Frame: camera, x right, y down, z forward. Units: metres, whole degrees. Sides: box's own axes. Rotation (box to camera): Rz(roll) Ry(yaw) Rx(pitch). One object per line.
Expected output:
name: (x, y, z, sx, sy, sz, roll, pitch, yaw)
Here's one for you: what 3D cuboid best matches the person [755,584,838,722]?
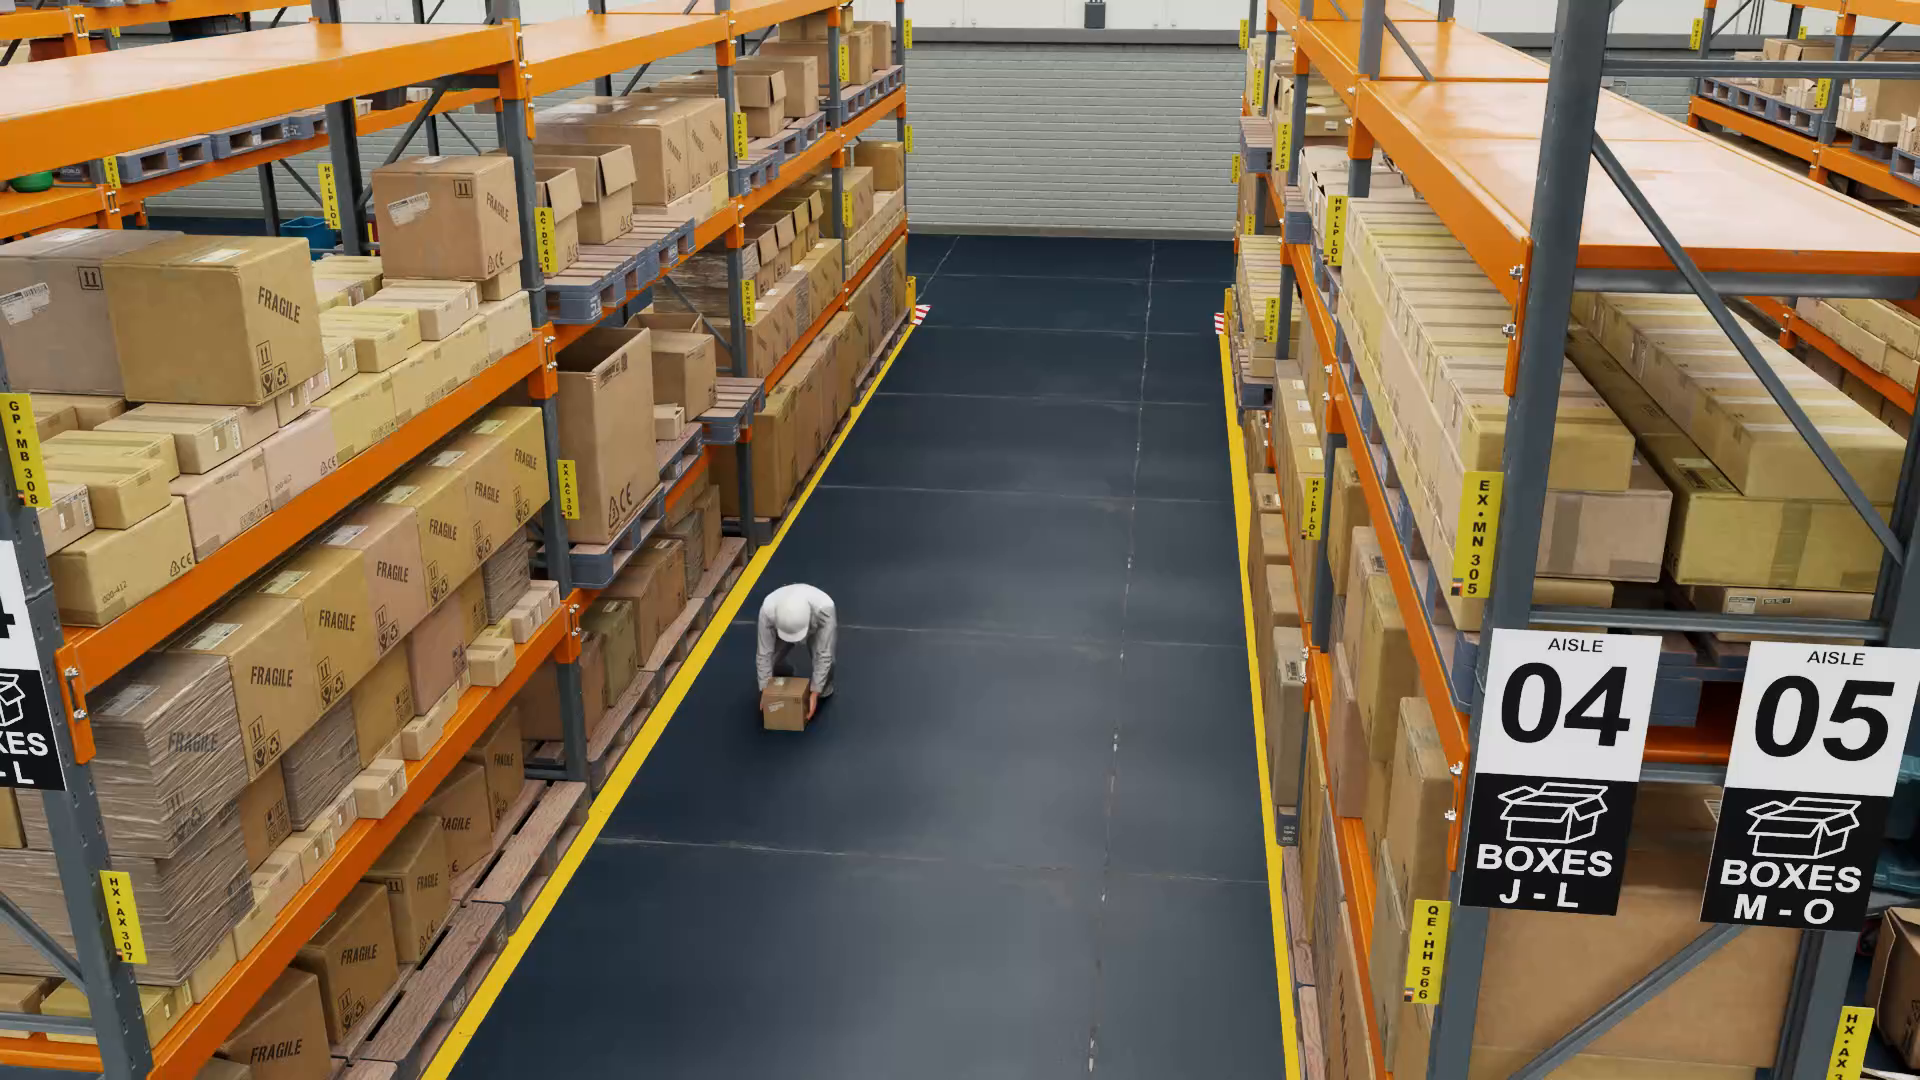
person: (-1.042, 0.631, 10.662, 0.531, 0.879, 0.919, 3, 21, 7)
